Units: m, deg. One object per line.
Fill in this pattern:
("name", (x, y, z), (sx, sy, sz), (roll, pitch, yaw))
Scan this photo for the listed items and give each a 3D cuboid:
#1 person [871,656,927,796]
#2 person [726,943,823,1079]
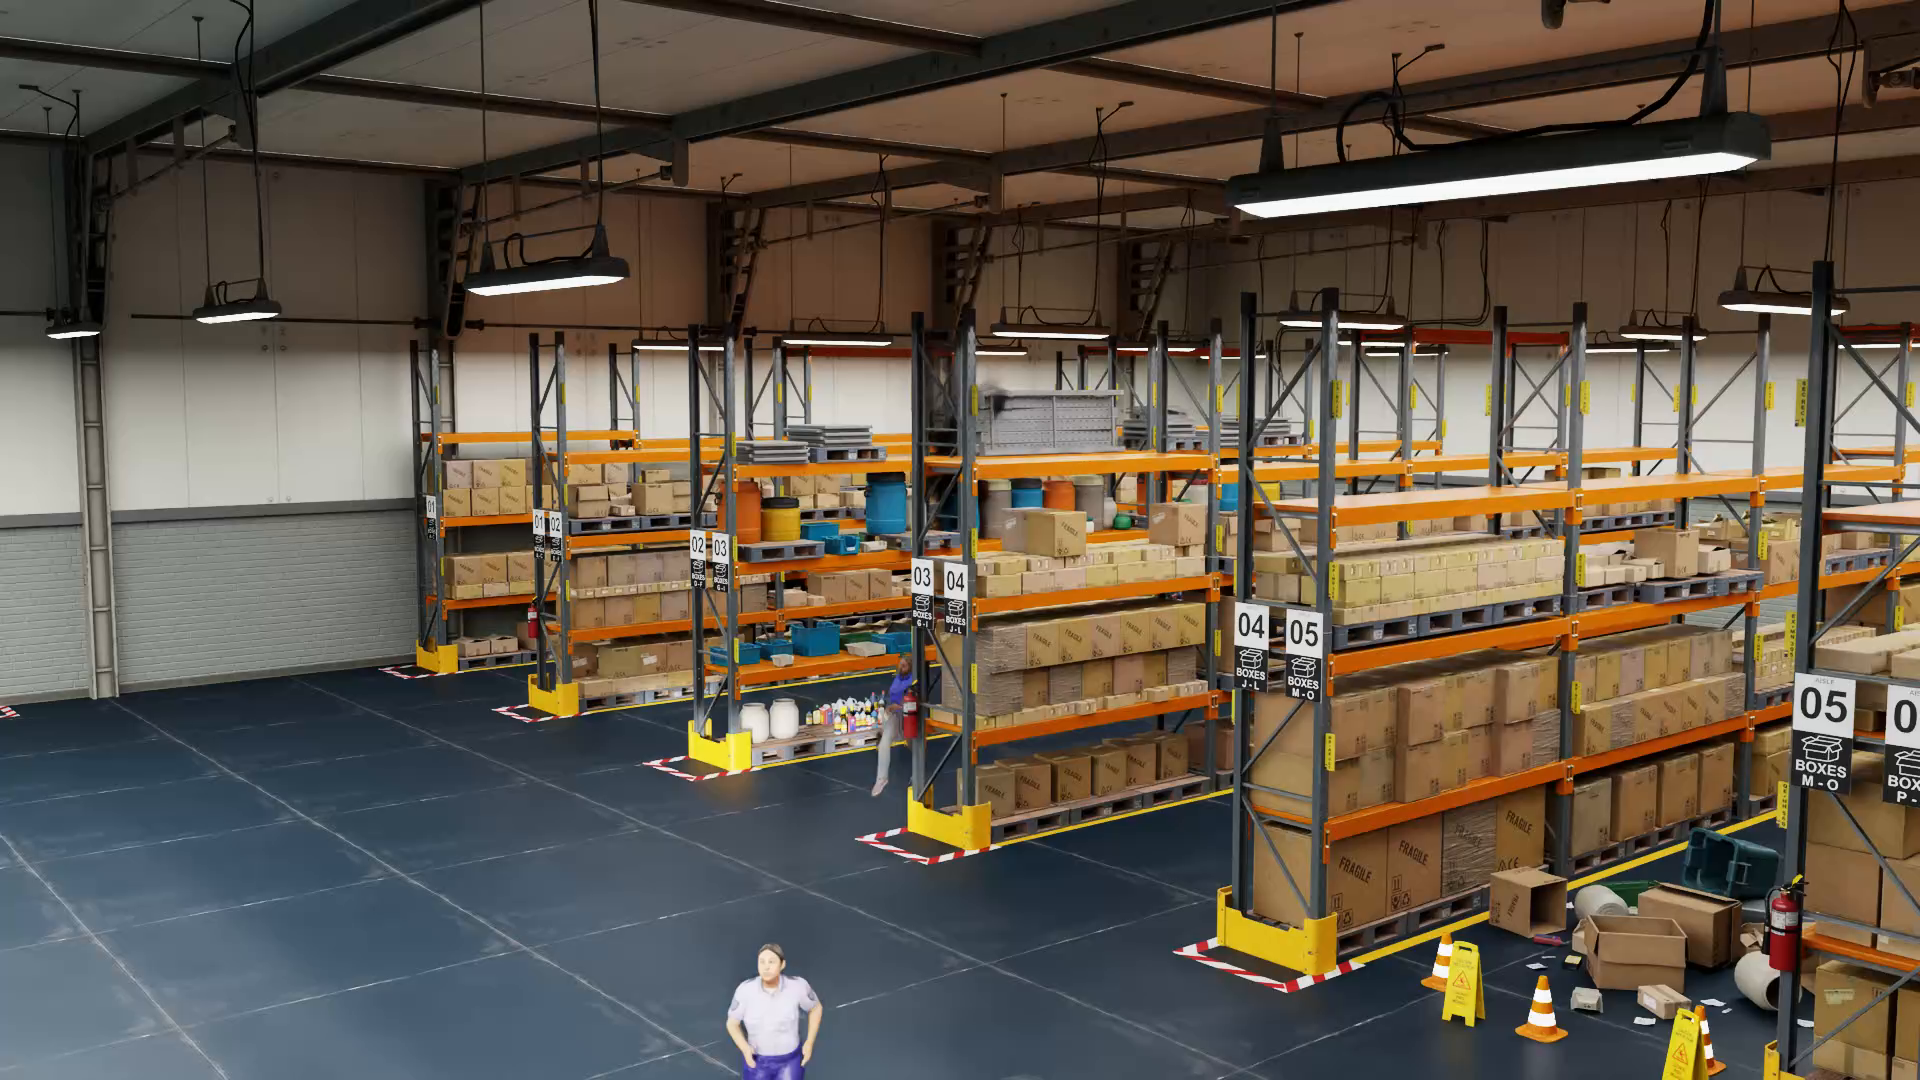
("person", (-0.667, 2.238, 20.253), (0.592, 1.689, 0.824), (5, 7, 40))
("person", (-1.191, 3.381, 10.725), (0.615, 1.646, 0.818), (0, 5, -2))
